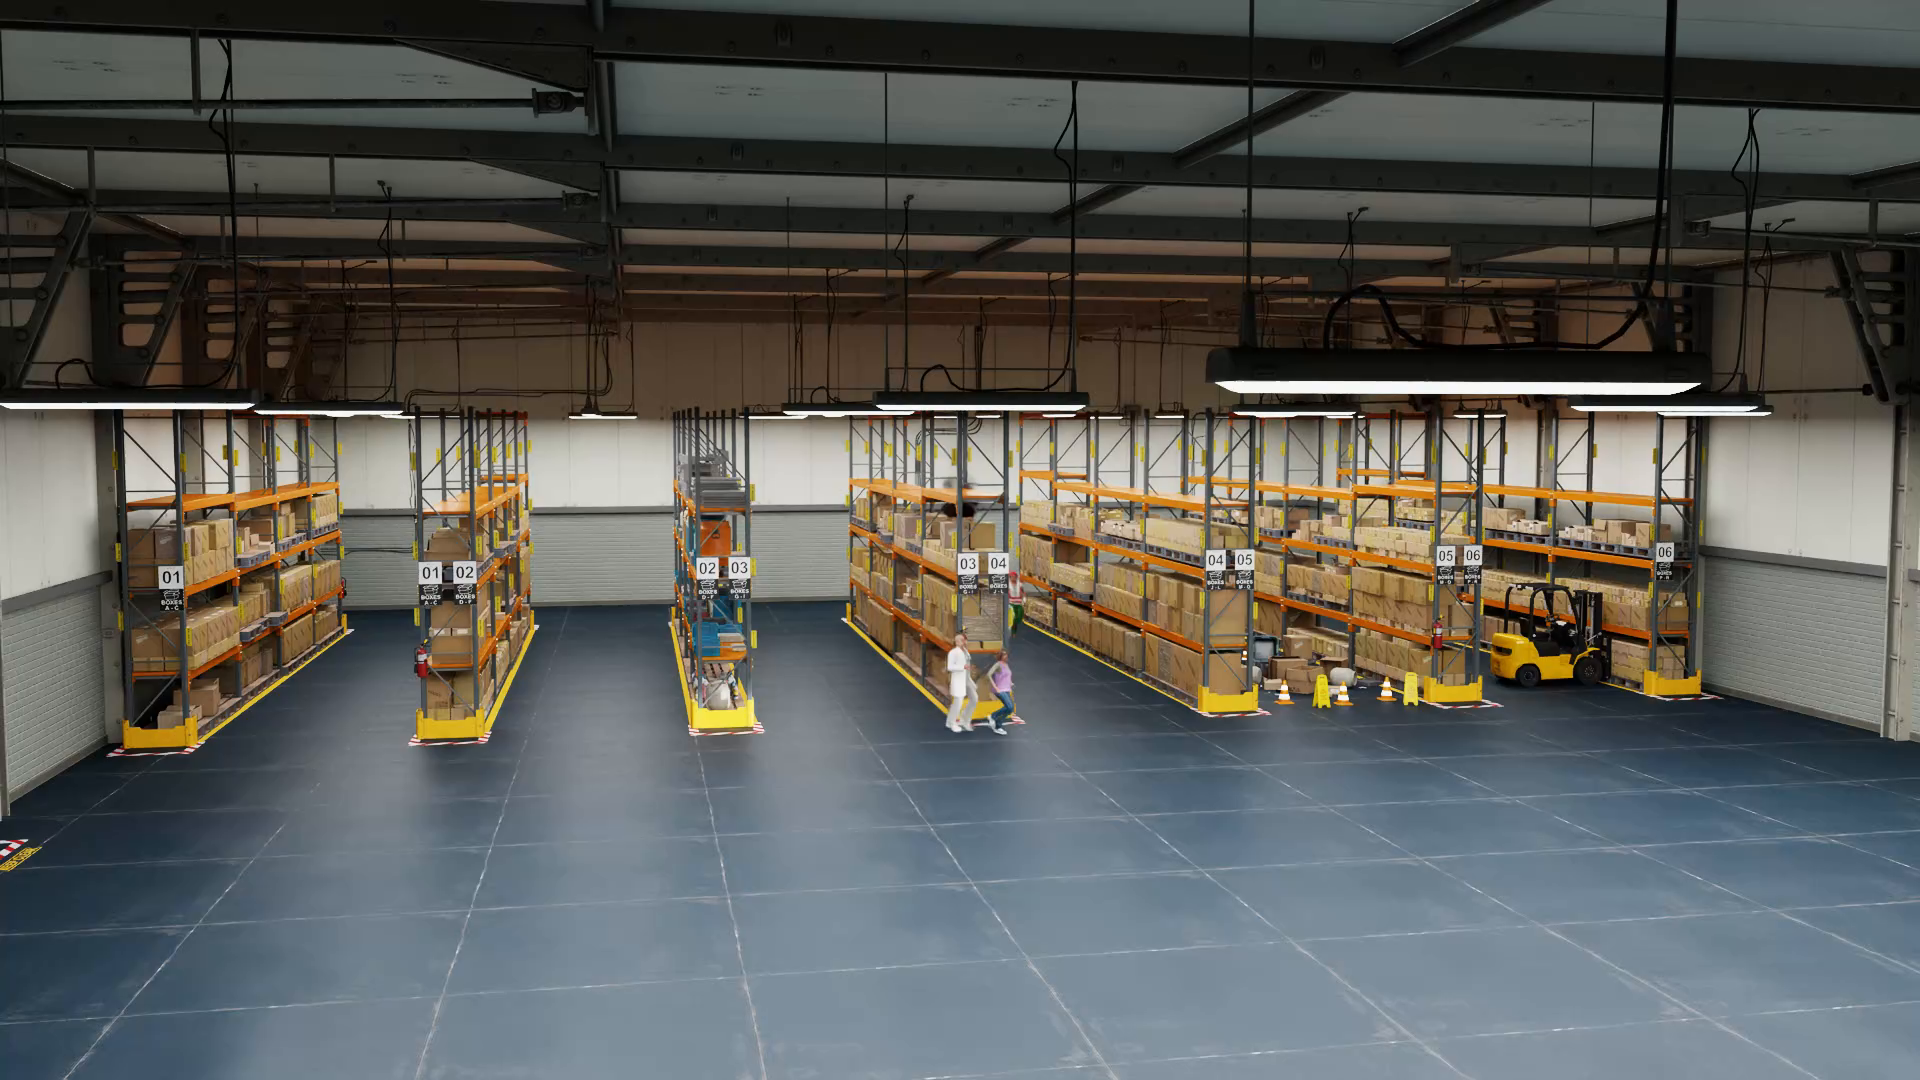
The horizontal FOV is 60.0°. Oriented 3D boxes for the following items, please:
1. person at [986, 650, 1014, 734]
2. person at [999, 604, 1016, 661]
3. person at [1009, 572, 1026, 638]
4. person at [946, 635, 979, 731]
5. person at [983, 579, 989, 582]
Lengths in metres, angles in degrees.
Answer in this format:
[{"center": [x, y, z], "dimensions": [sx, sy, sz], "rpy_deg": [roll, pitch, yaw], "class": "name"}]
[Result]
[{"center": [0.781, 2.786, 30.494], "dimensions": [0.488, 1.546, 0.547], "rpy_deg": [2, 4, 25], "class": "person"}, {"center": [1.023, 2.122, 39.030], "dimensions": [0.579, 1.729, 0.734], "rpy_deg": [-1, 4, -19], "class": "person"}, {"center": [1.450, 1.712, 44.242], "dimensions": [0.653, 1.749, 0.564], "rpy_deg": [-1, 4, -8], "class": "person"}, {"center": [0.047, 2.666, 30.767], "dimensions": [0.700, 1.827, 0.716], "rpy_deg": [3, 5, 36], "class": "person"}, {"center": [0.699, 1.421, 48.392], "dimensions": [0.750, 1.748, 0.821], "rpy_deg": [2, 5, 26], "class": "person"}]
